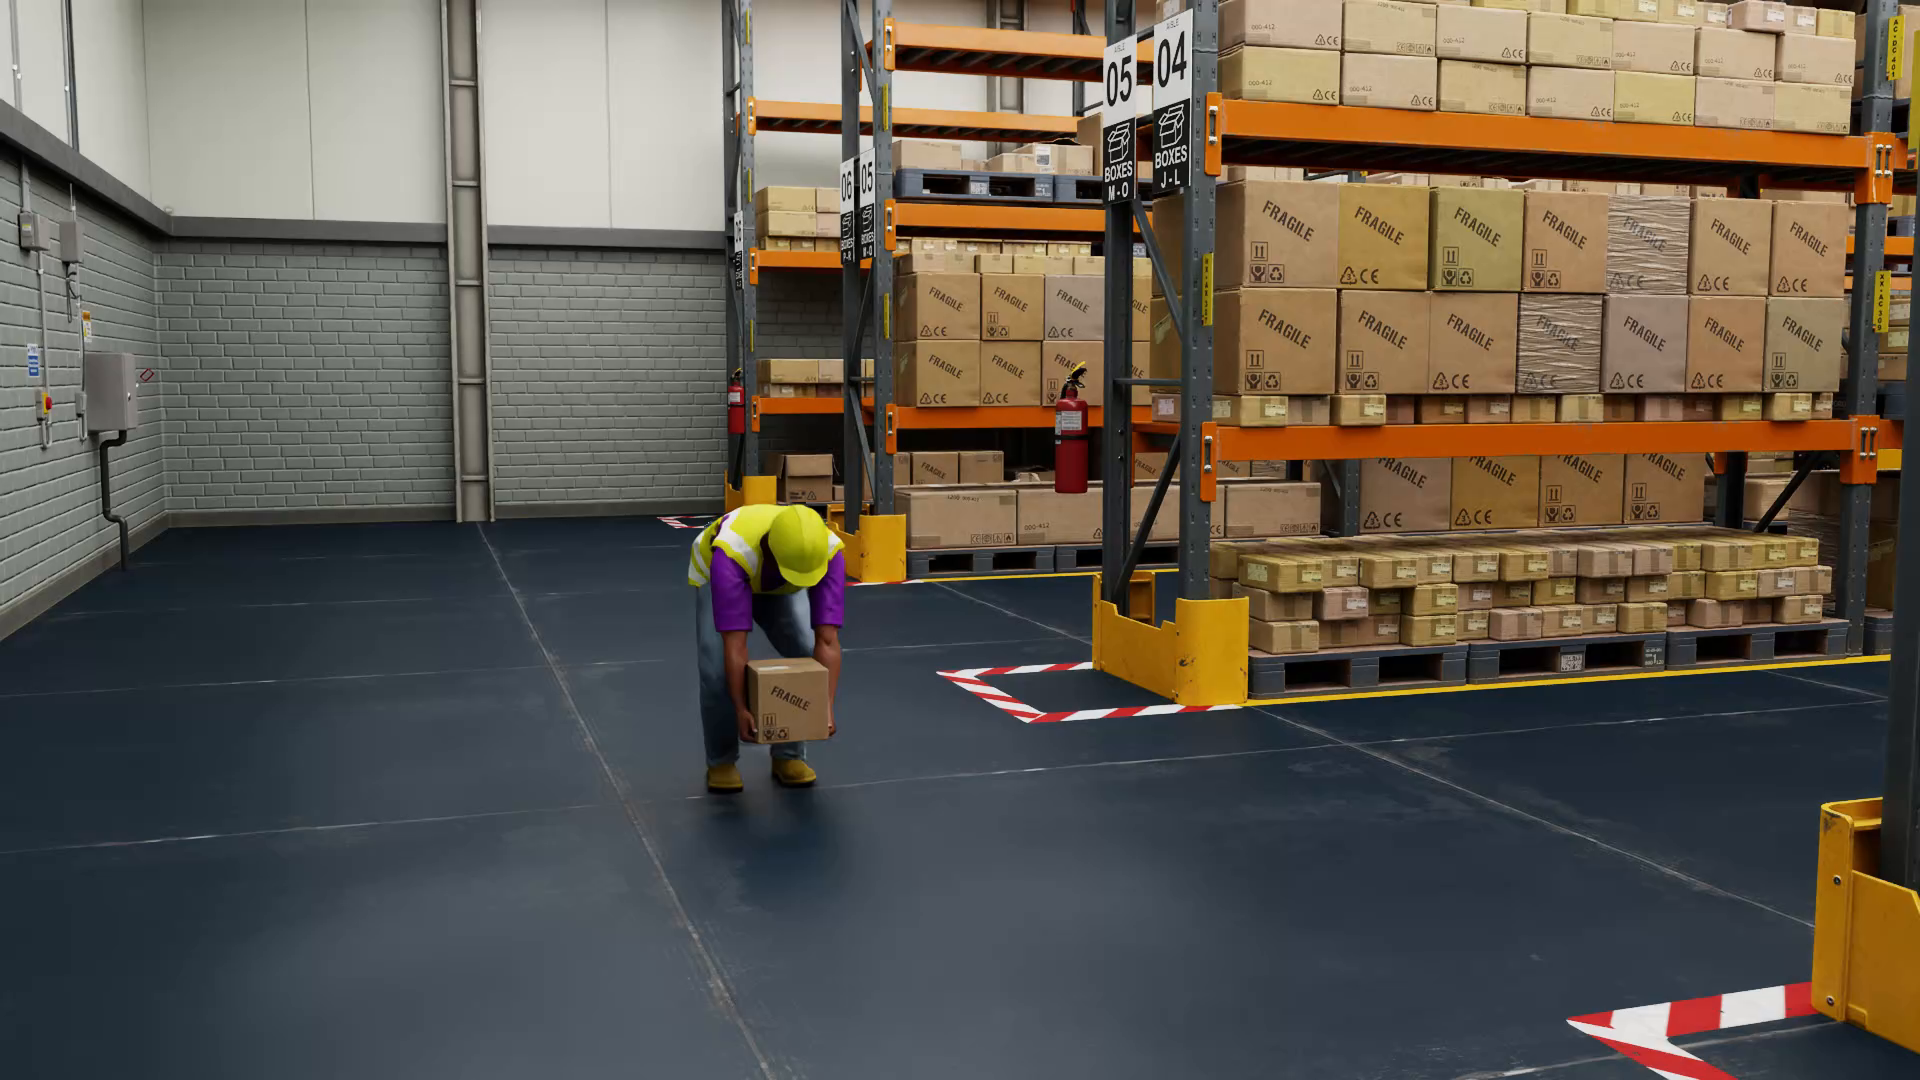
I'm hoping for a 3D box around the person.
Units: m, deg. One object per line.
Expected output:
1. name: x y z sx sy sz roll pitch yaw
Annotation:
1. person: -0.694 0.392 6.120 0.510 1.102 0.964 -2 6 -22
